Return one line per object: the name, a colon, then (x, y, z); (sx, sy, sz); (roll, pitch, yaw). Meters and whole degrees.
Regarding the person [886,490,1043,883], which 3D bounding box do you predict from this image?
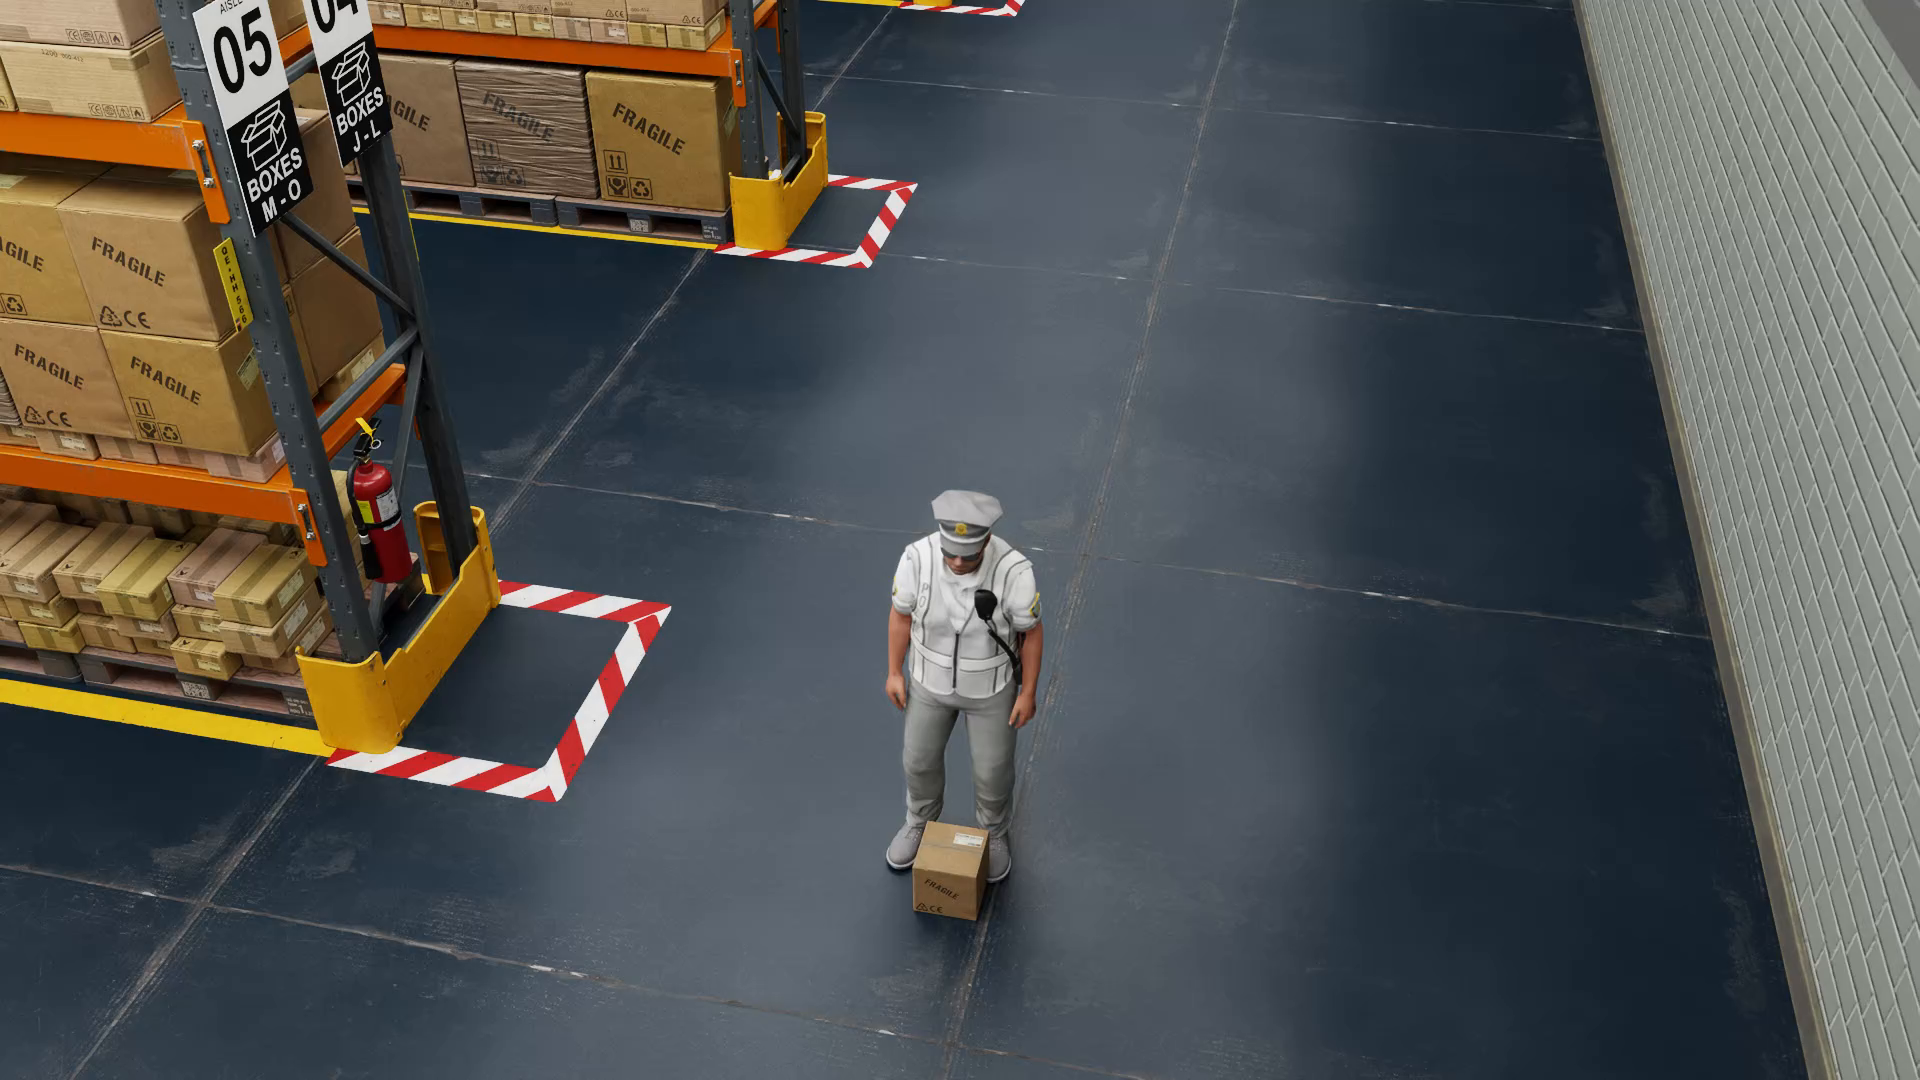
person: (0.014, 0.522, 6.250); (0.585, 1.747, 0.439); (7, 37, 10)
